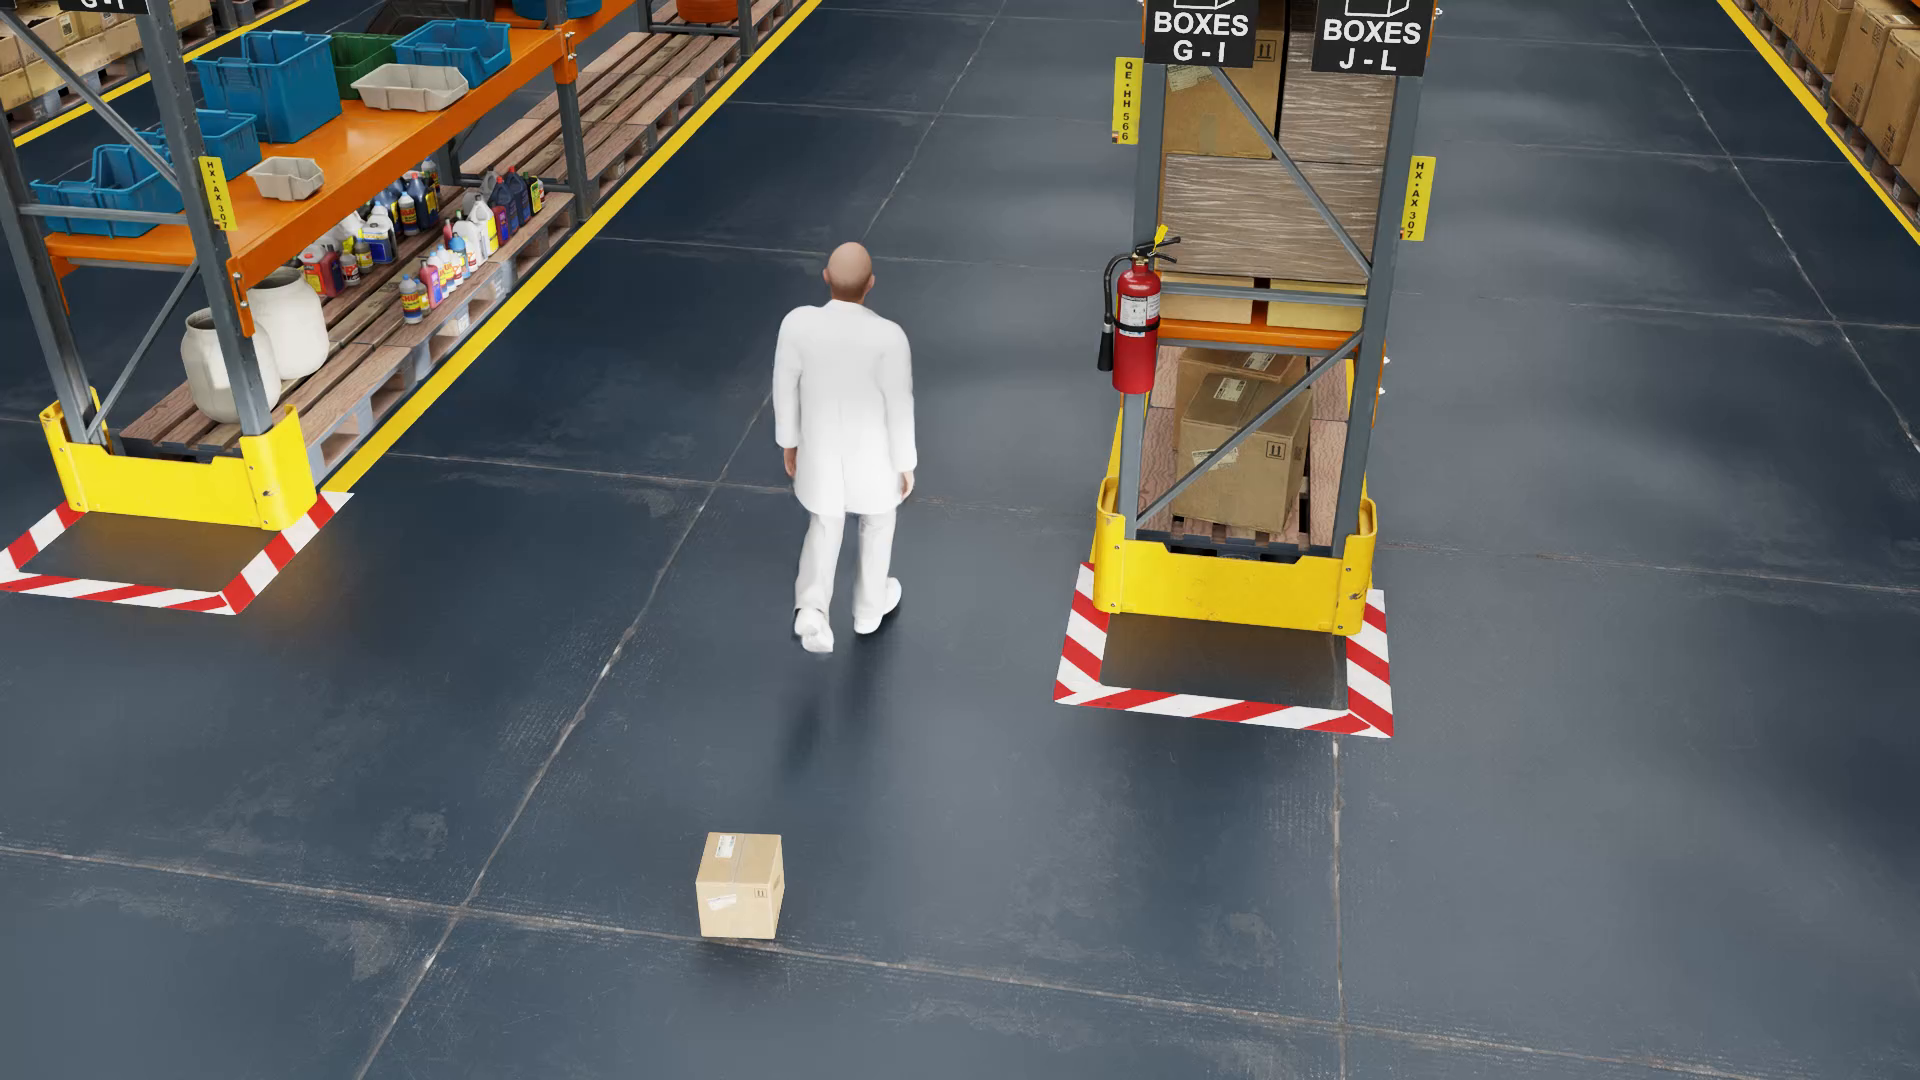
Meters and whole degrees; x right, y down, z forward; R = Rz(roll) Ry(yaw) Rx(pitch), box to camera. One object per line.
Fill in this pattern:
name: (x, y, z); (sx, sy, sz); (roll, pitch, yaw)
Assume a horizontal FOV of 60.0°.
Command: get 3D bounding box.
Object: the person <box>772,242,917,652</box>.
person: (-0.468, -0.326, 6.637); (0.589, 1.756, 0.812); (7, 33, 11)
